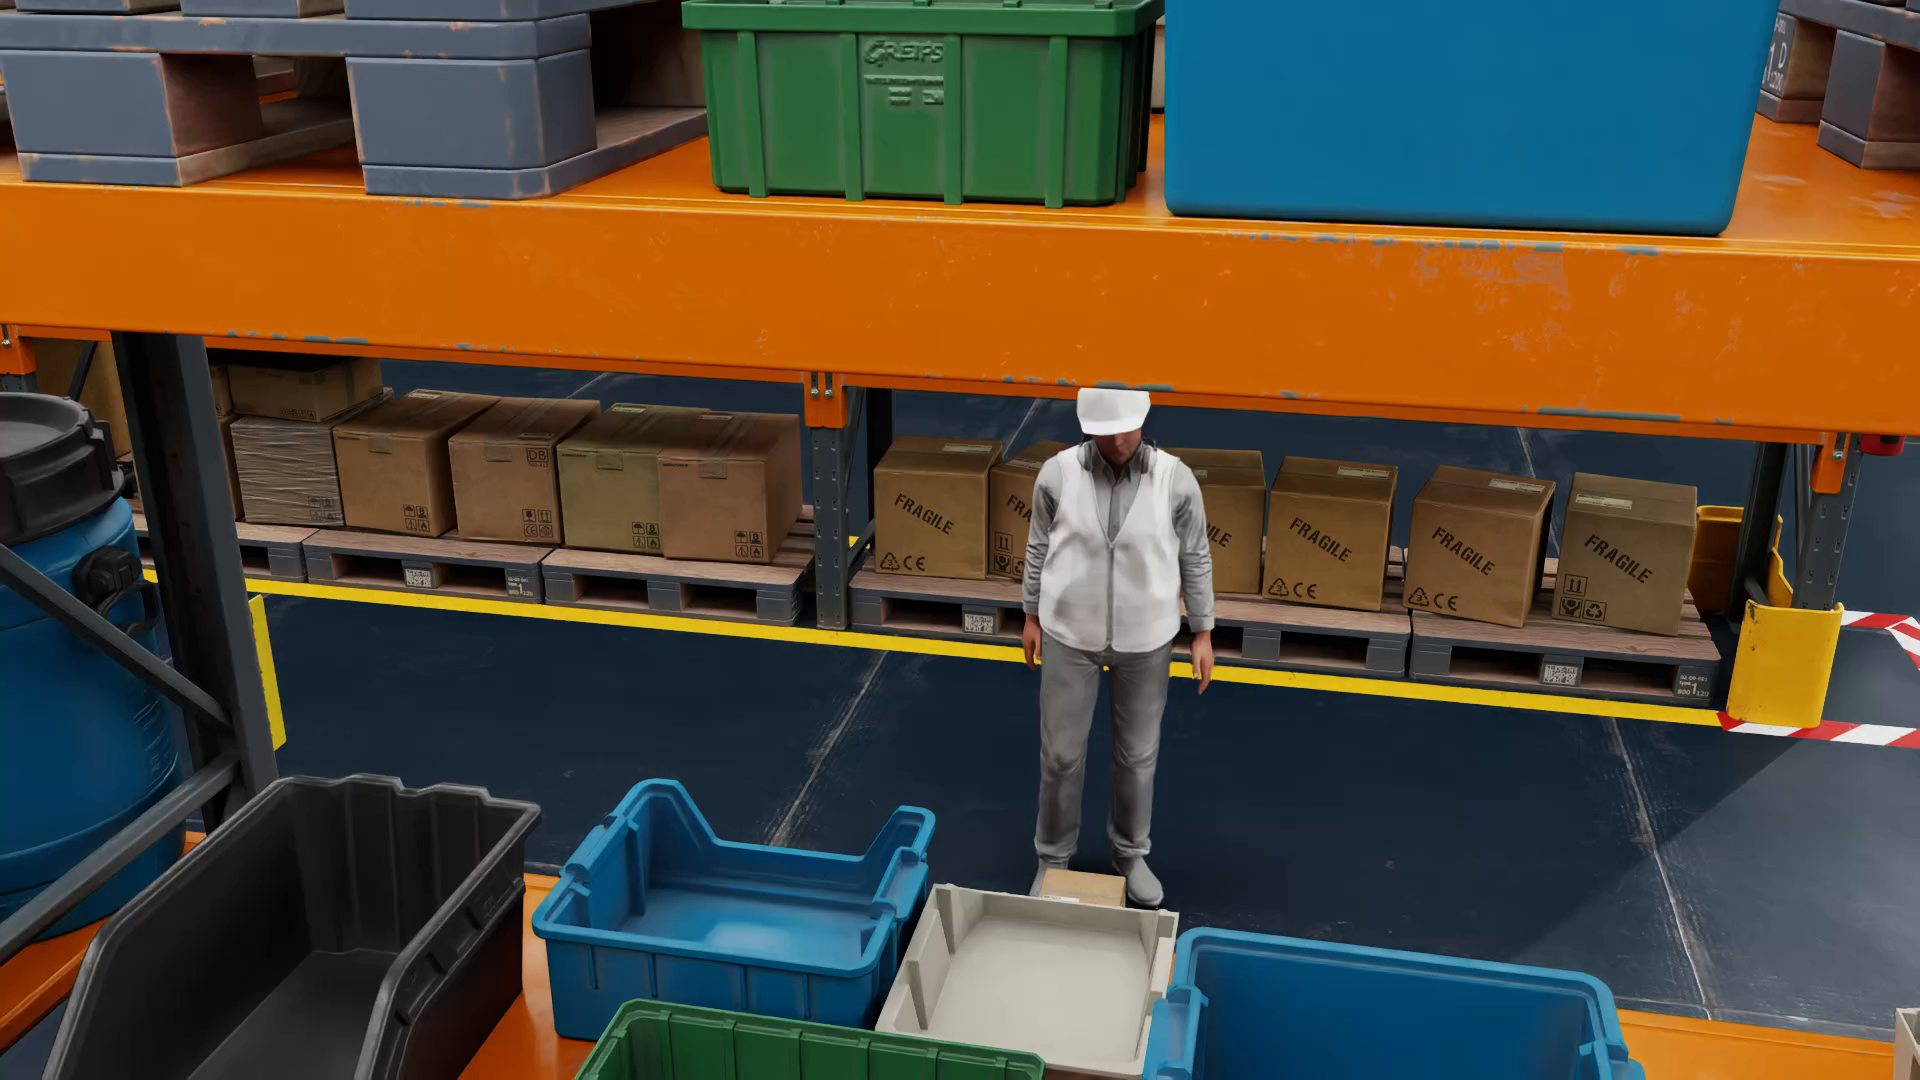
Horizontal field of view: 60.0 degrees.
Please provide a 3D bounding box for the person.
[{"bbox_3d":[0.494,0.321,5.240,0.602,1.813,0.397,1,21,3],"label":"person"}]
